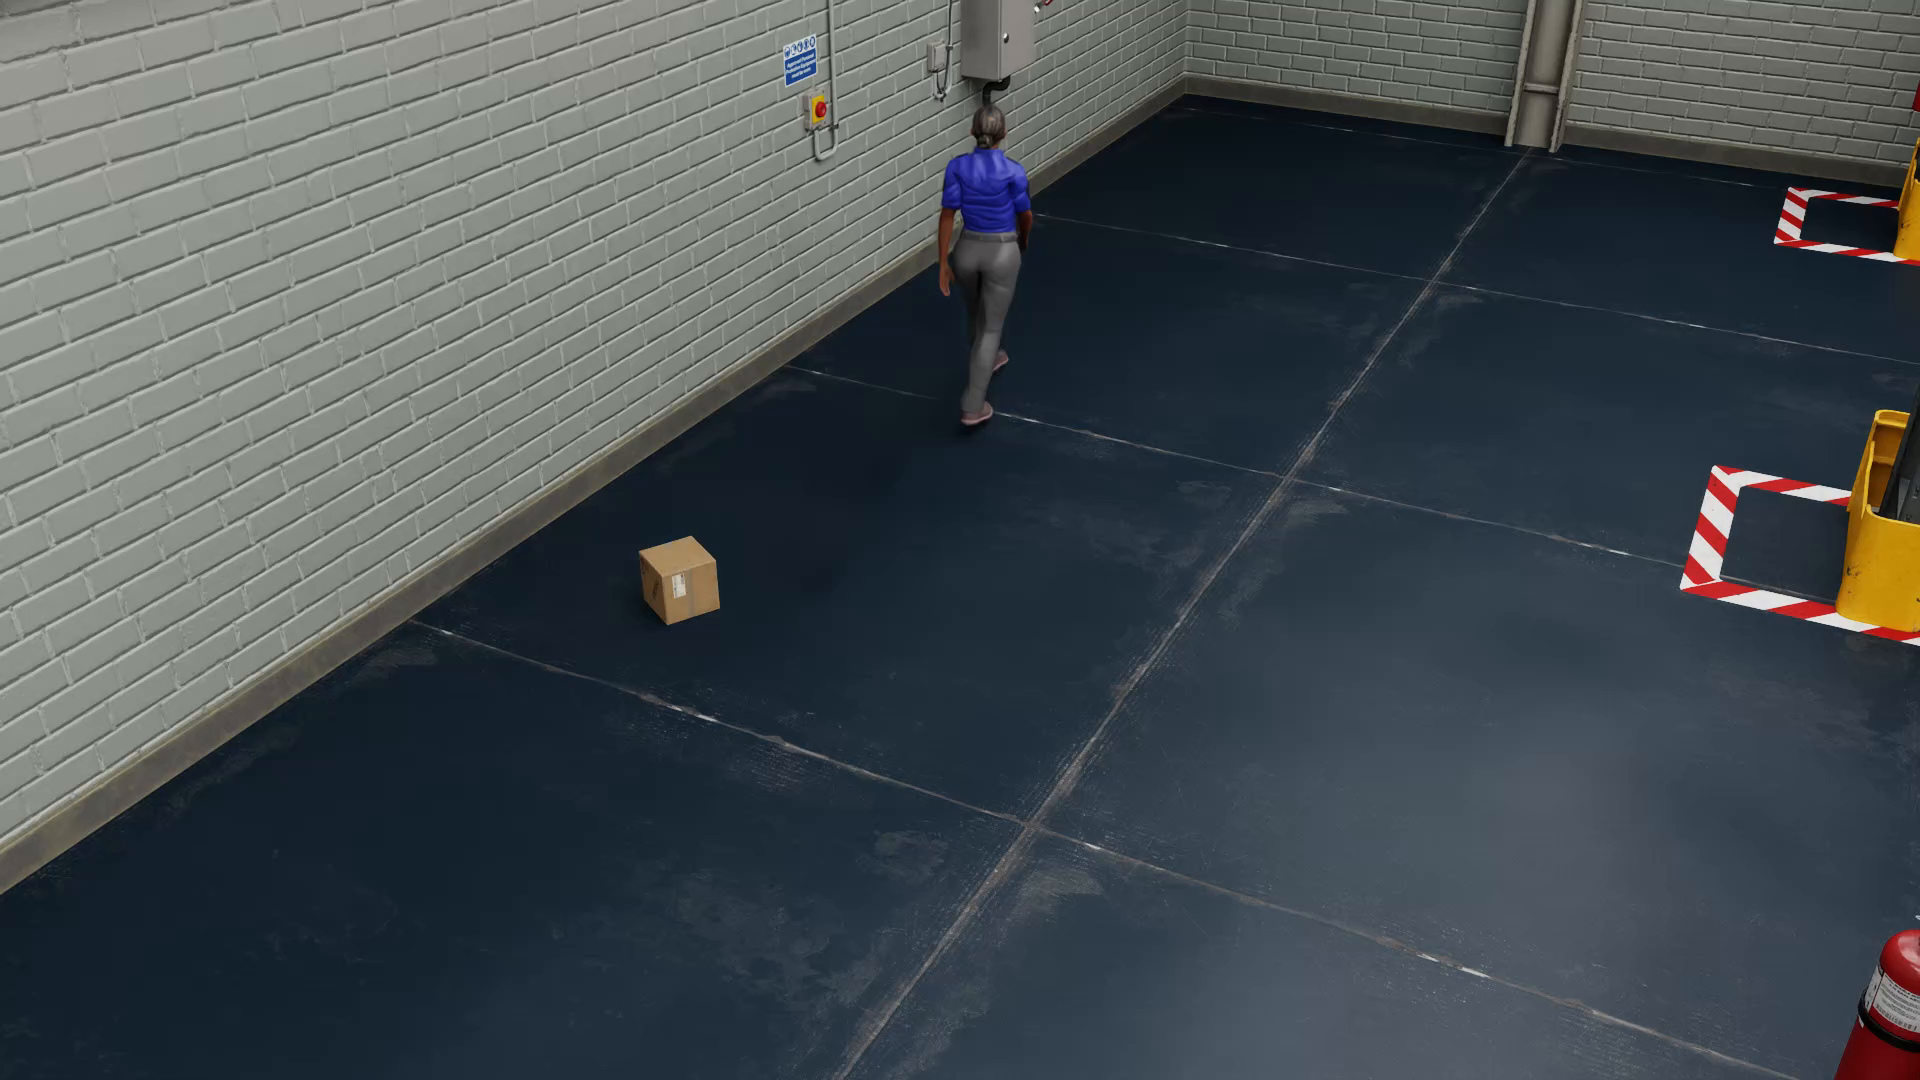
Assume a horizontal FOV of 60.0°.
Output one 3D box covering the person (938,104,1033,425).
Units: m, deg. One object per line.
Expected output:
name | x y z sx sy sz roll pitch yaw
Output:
person | 0.160 -1.490 8.669 0.443 1.604 0.967 12 32 19
